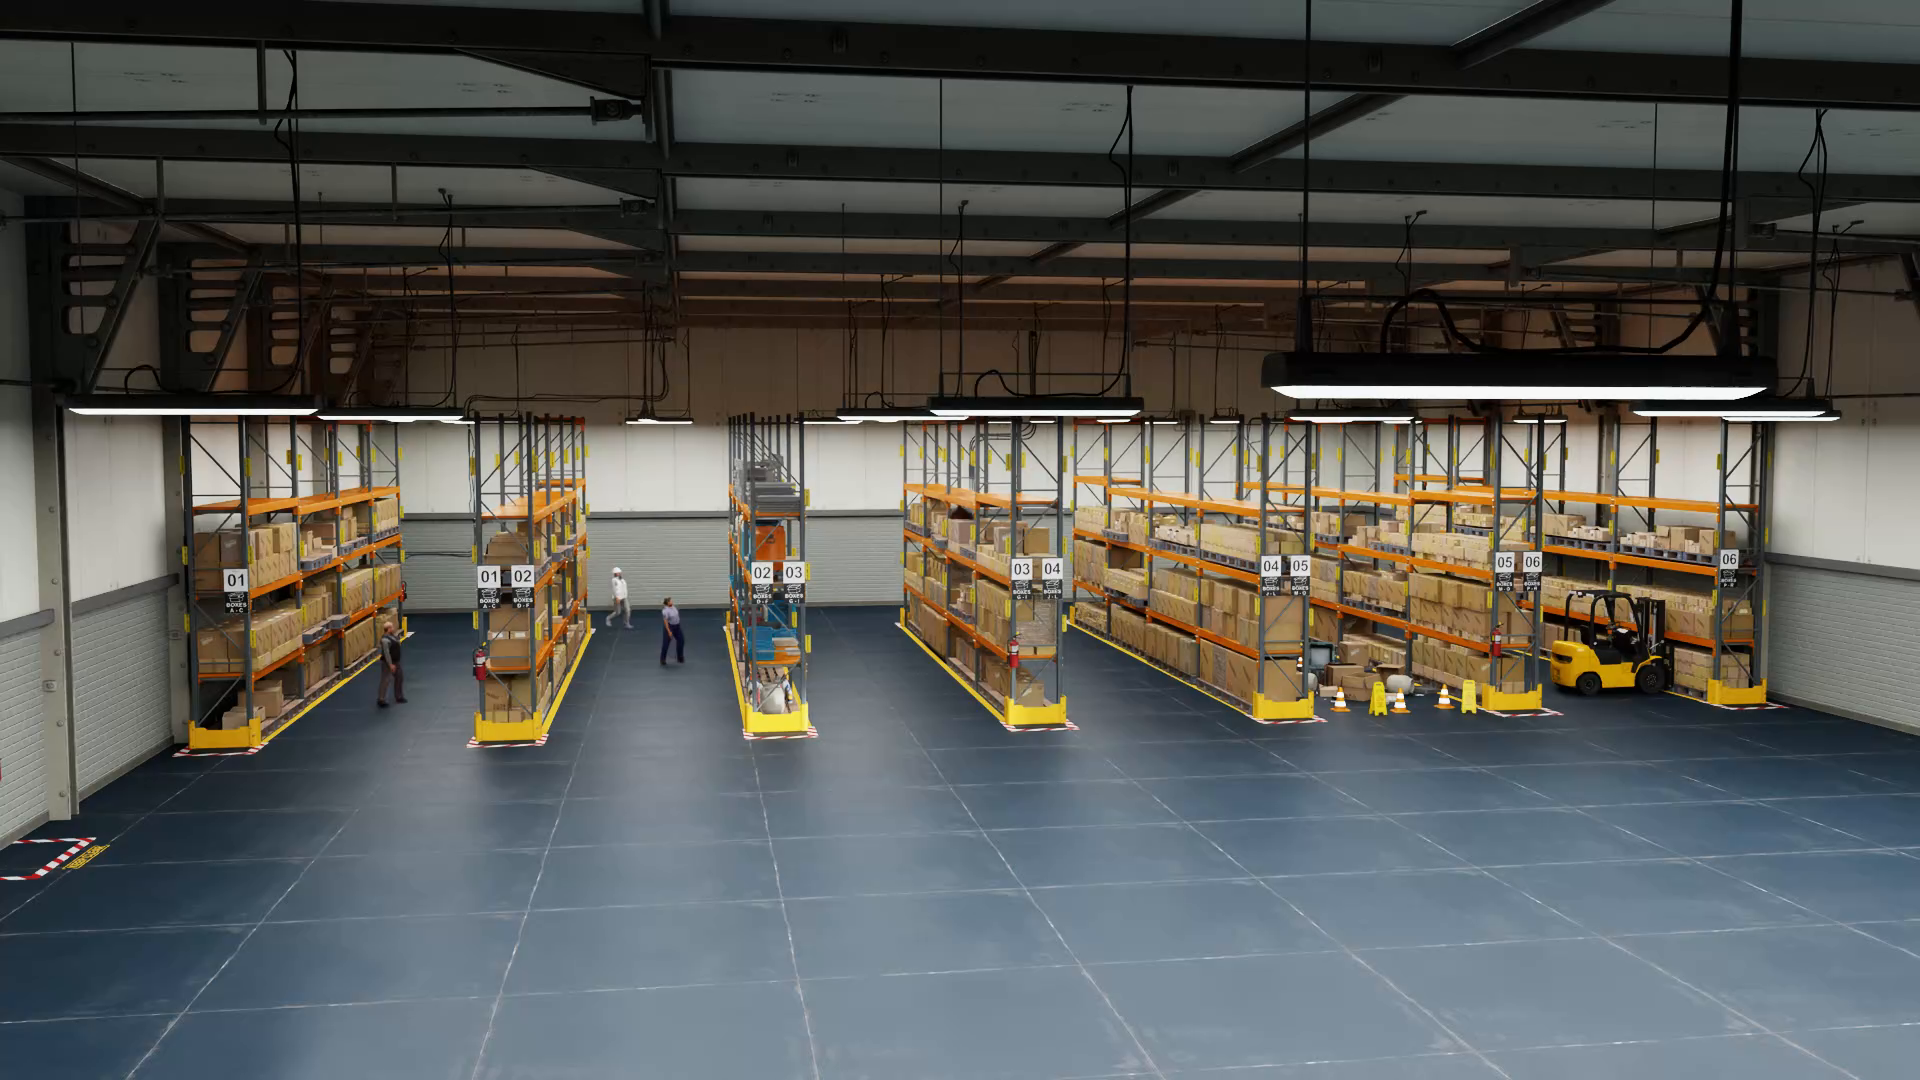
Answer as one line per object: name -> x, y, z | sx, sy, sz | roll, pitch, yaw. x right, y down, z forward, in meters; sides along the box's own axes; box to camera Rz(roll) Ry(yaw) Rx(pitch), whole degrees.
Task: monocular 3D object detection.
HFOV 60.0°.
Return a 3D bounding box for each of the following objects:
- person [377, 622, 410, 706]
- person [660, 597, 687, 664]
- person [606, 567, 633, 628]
person -> -11.716, 2.553, 34.257 | 0.503, 1.757, 0.662 | 0, 4, 7
person -> -6.943, 2.202, 40.210 | 0.440, 1.699, 0.680 | 3, 5, 41
person -> -9.667, 1.640, 47.133 | 0.749, 1.734, 0.566 | 2, 4, 30
